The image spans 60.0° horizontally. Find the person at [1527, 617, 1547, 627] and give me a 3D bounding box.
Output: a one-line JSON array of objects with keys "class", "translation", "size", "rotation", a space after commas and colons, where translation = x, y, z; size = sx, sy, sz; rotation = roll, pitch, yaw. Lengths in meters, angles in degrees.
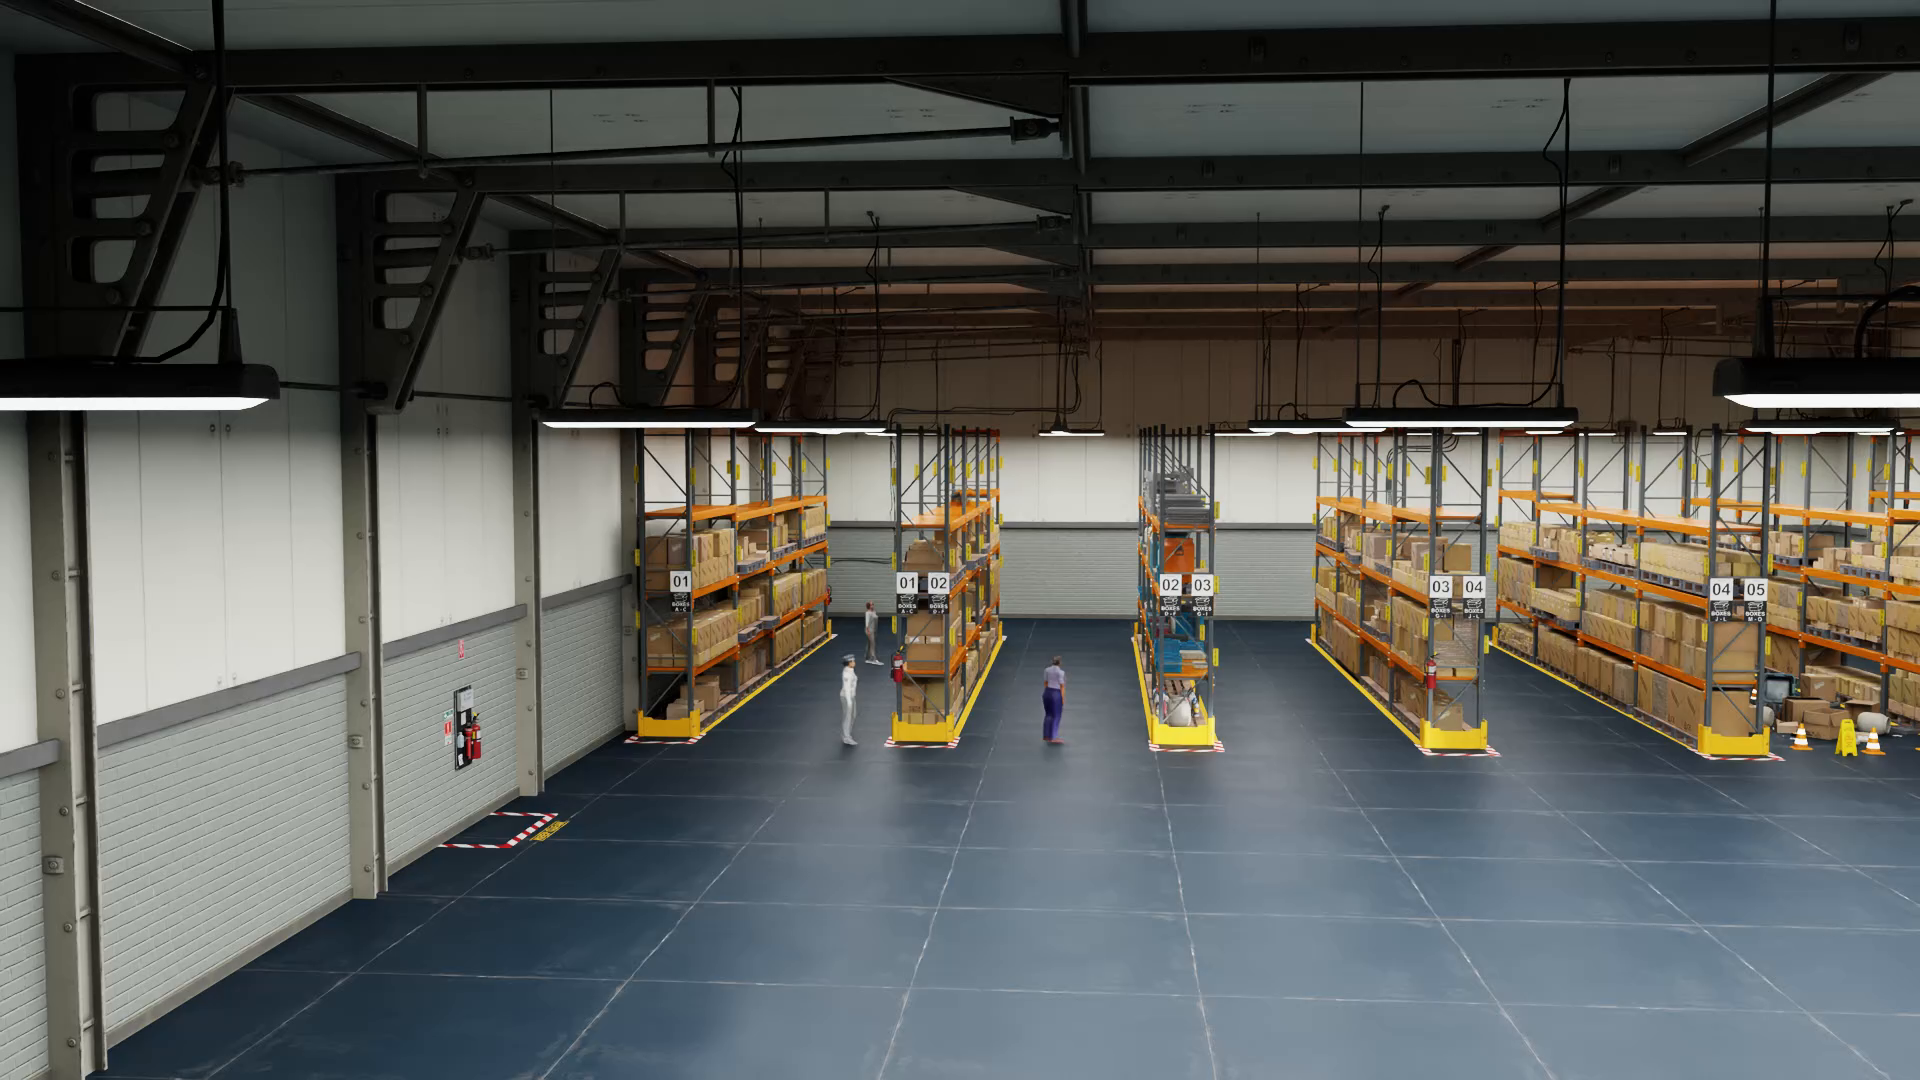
[{"class": "person", "translation": [16.817, 1.896, 48.569], "size": [0.598, 1.708, 0.538], "rotation": [-2, 4, -33]}]

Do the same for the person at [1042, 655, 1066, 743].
[{"class": "person", "translation": [1.786, 2.998, 31.343], "size": [0.369, 1.647, 0.496], "rotation": [-3, 5, -43]}]

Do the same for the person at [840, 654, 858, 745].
[{"class": "person", "translation": [-2.099, 3.018, 31.292], "size": [0.334, 1.754, 0.573], "rotation": [0, 3, 1]}]

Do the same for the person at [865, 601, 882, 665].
[{"class": "person", "translation": [-2.187, 2.398, 42.296], "size": [0.520, 1.503, 0.451], "rotation": [1, 4, 15]}]
